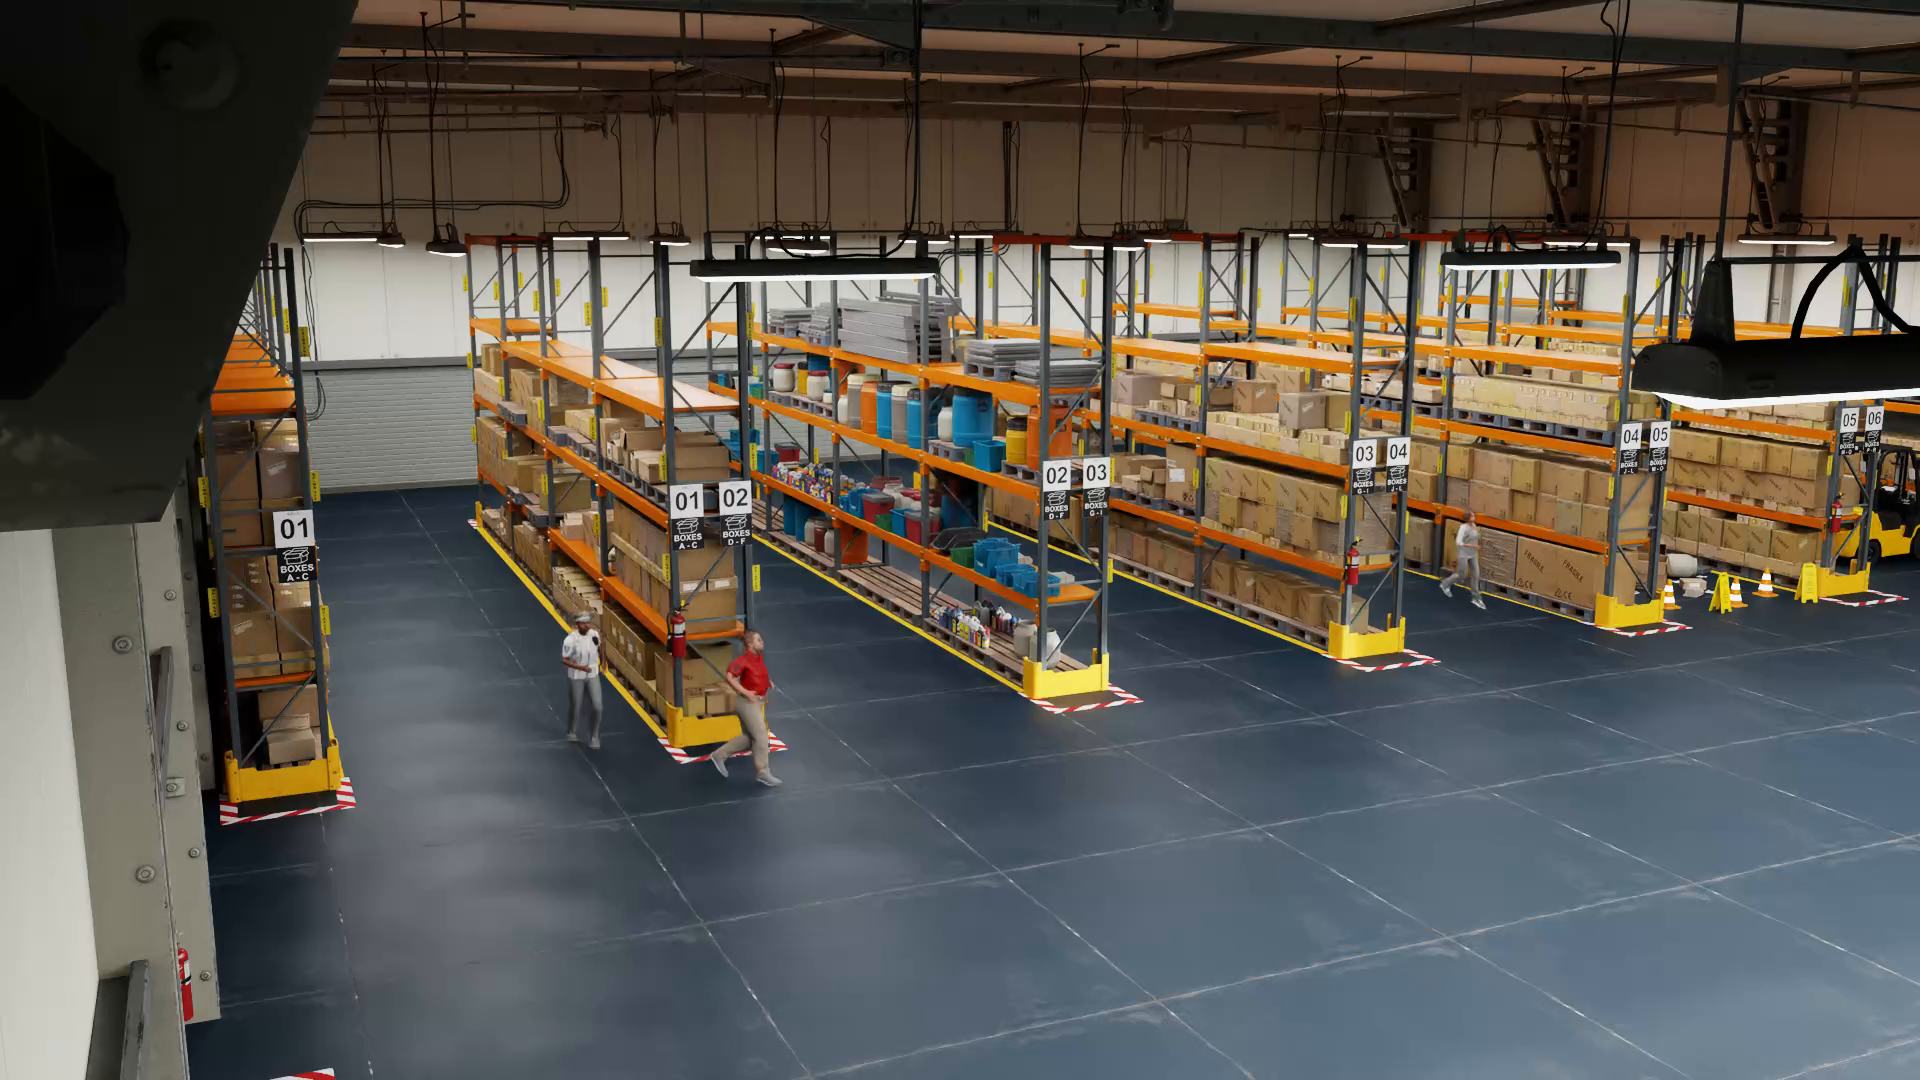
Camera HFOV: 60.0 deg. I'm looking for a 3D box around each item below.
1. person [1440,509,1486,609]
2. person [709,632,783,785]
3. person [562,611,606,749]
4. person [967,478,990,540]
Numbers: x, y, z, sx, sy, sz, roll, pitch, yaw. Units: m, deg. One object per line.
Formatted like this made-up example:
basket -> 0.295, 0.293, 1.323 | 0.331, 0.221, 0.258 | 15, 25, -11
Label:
person -> 8.342, 0.280, 27.449 | 0.538, 1.605, 0.877 | -8, 13, -35
person -> -2.418, 1.896, 18.998 | 0.891, 1.720, 0.700 | 2, 11, 10
person -> -4.514, 1.688, 20.087 | 0.598, 1.749, 0.703 | -7, 13, -32
person -> 0.287, -0.496, 31.035 | 0.639, 1.825, 0.734 | -6, 13, -30
